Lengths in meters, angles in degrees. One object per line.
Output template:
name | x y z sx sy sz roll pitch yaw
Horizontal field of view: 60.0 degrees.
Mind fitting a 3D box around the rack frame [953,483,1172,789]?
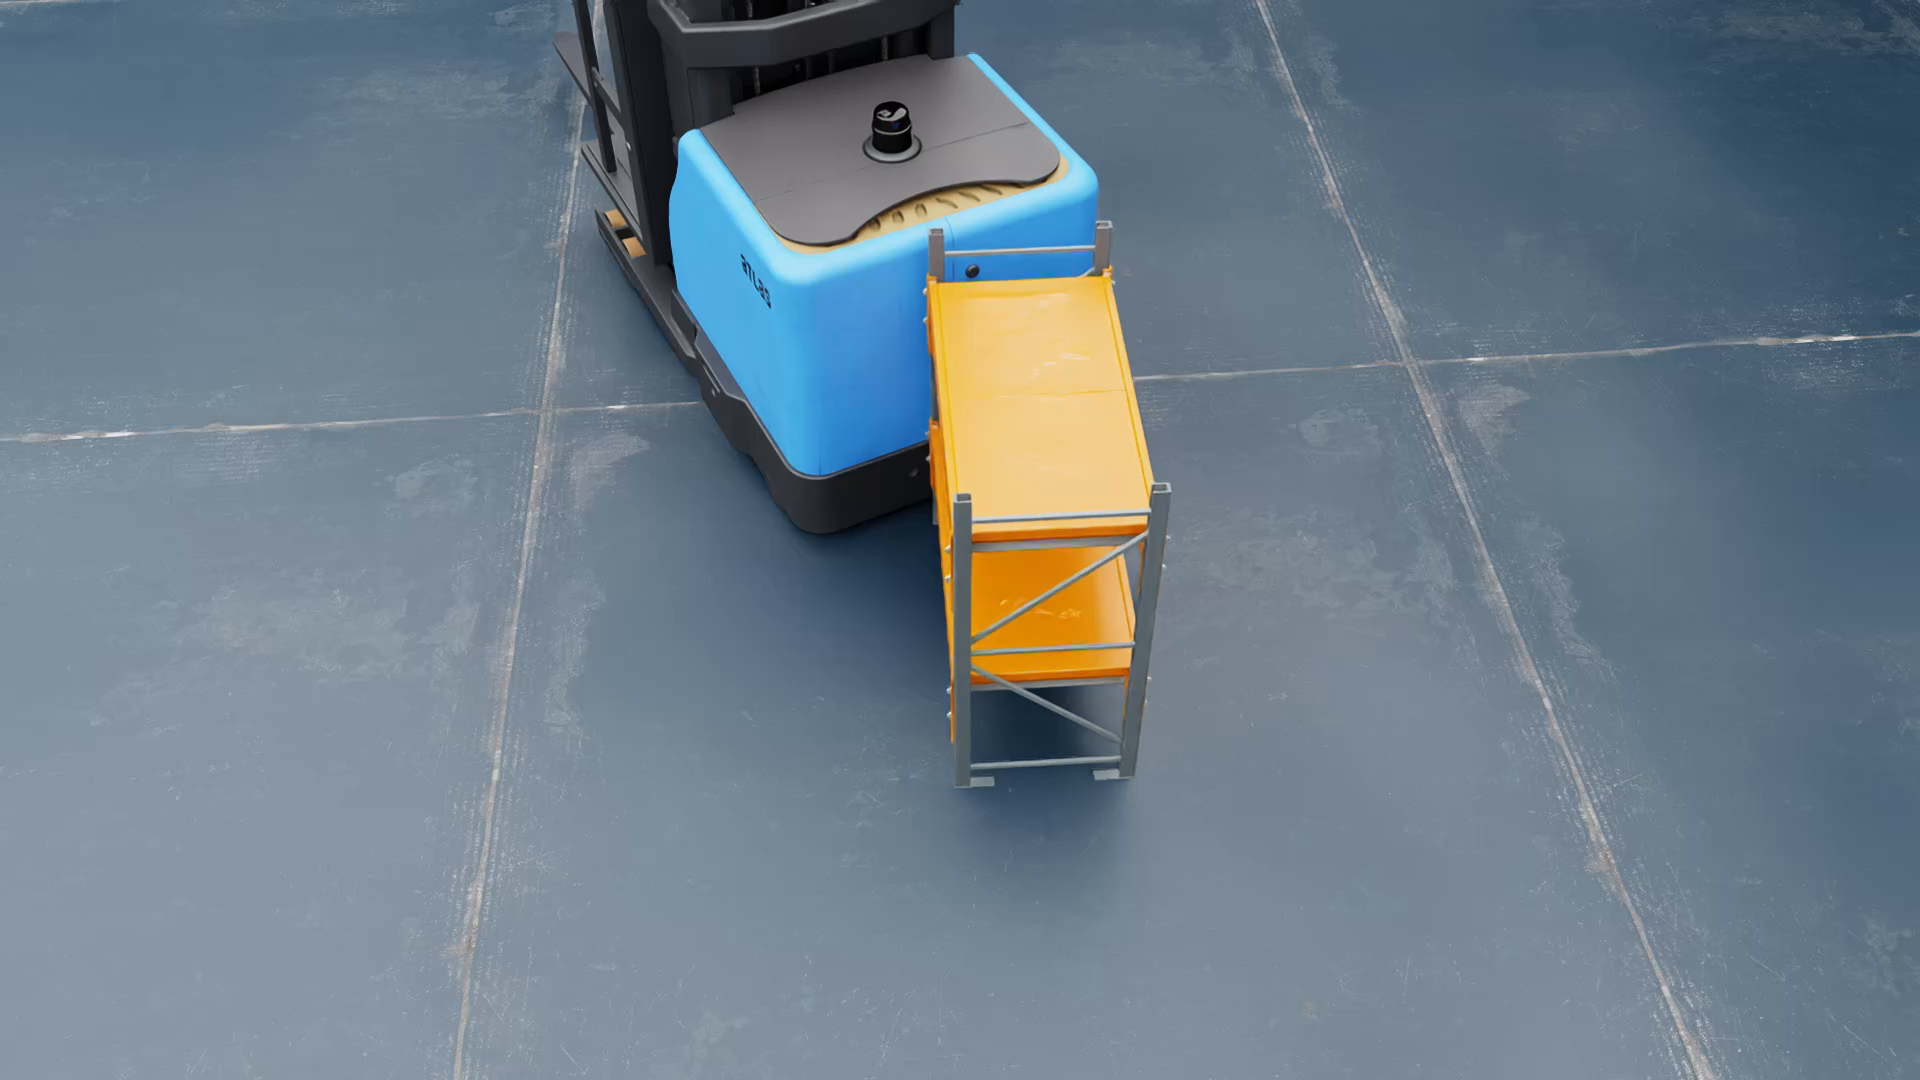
rack frame | 0.234 0.278 4.212 0.500 1.125 0.032 -3 47 -3

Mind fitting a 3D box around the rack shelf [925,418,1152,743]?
rack shelf | 0.199 0.078 4.738 0.538 0.278 1.000 -3 47 -3

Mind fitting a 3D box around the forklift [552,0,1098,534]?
forklift | -0.708 -2.102 5.222 1.130 2.935 3.031 -21 50 -18

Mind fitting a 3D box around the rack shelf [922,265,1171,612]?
rack shelf | 0.199 -0.291 4.348 0.538 0.278 1.000 -3 47 -3

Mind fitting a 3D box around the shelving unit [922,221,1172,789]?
shelving unit | 0.199 -0.090 4.560 0.538 1.125 1.048 -3 47 -3

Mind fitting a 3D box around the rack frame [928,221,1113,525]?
rack frame | 0.163 -0.458 4.909 0.500 1.125 0.032 -3 47 -3
